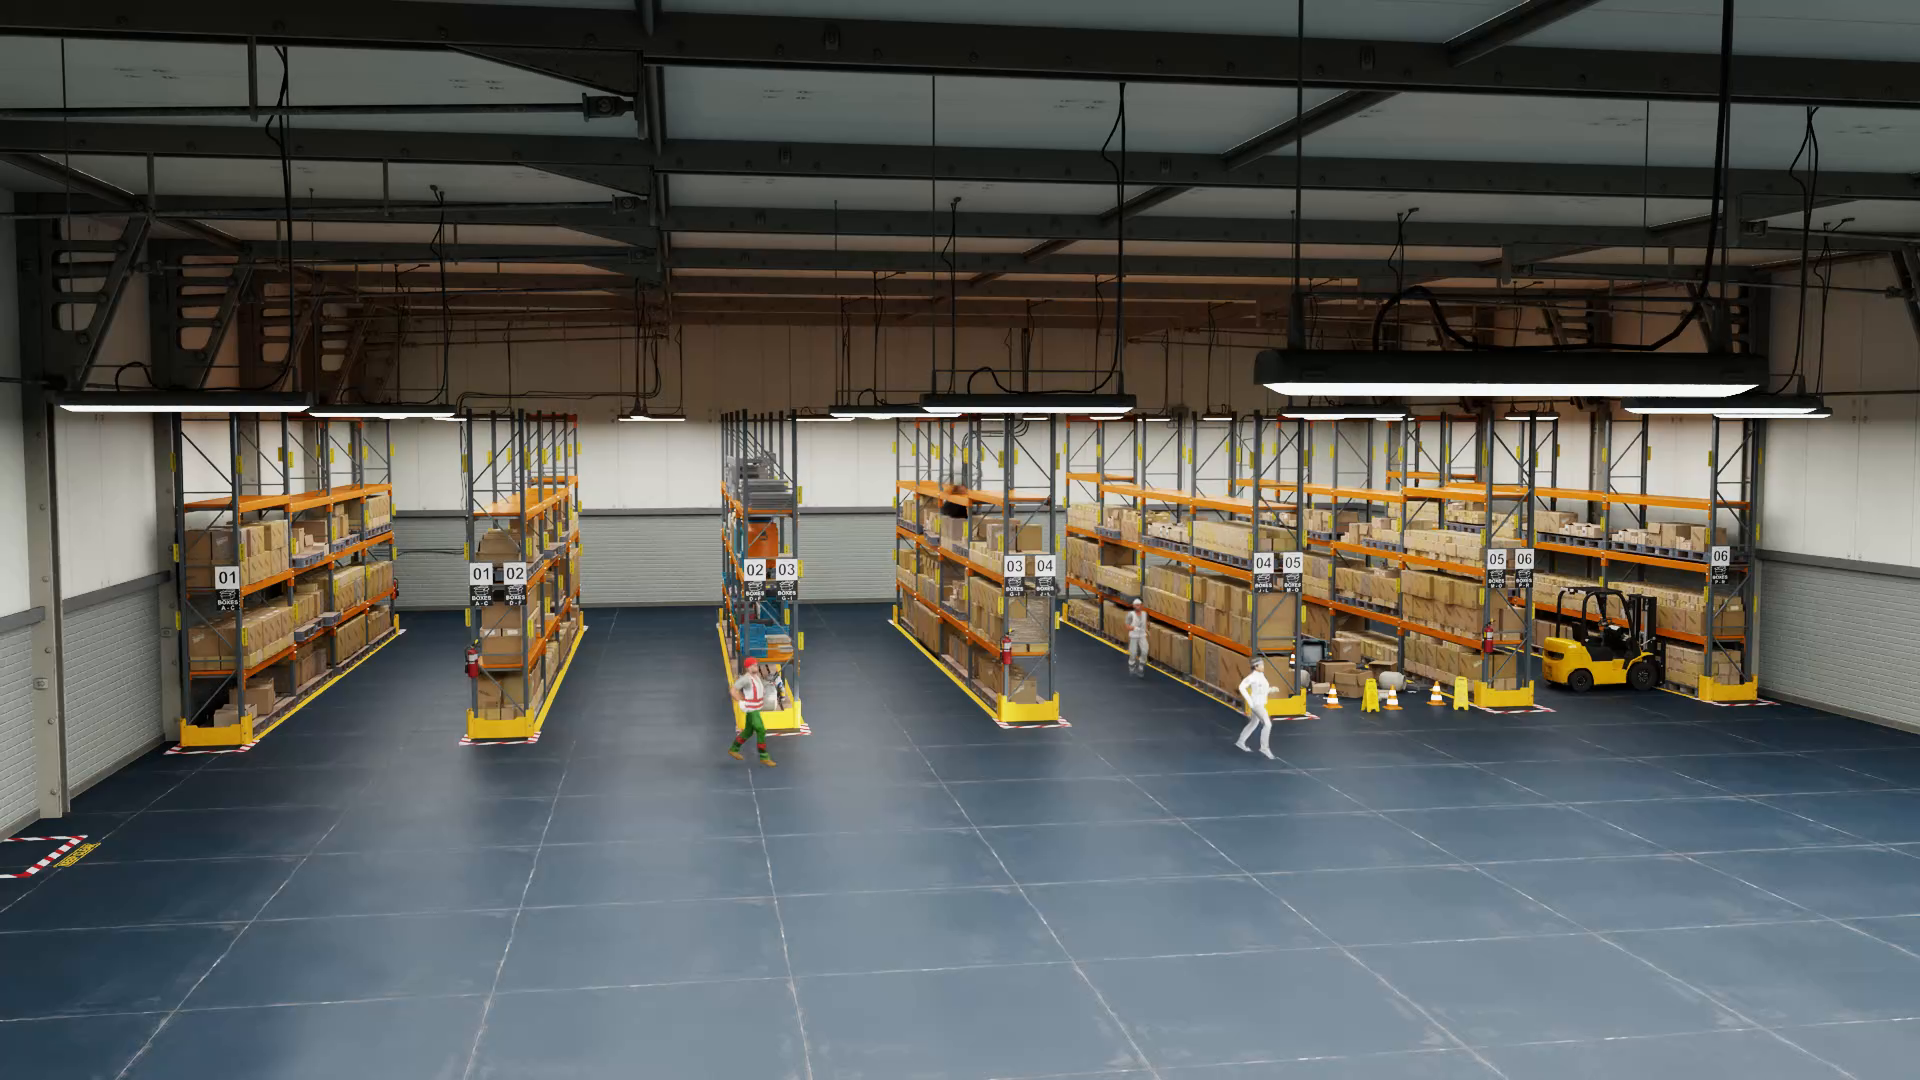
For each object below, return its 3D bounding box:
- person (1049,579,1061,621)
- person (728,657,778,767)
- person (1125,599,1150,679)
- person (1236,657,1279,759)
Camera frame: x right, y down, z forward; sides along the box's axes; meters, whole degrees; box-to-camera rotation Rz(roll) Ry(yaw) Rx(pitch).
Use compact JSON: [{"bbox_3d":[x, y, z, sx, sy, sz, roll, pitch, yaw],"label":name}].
[{"bbox_3d":[2.460,1.712,45.470,0.627,1.765,0.739,-1,4,-9],"label":"person"},{"bbox_3d":[-3.474,2.863,27.809,0.925,1.810,0.655,1,4,12],"label":"person"},{"bbox_3d":[4.018,2.221,37.444,0.643,1.796,0.805,-1,4,-12],"label":"person"},{"bbox_3d":[5.112,2.876,28.667,0.763,1.752,0.583,2,4,24],"label":"person"}]
